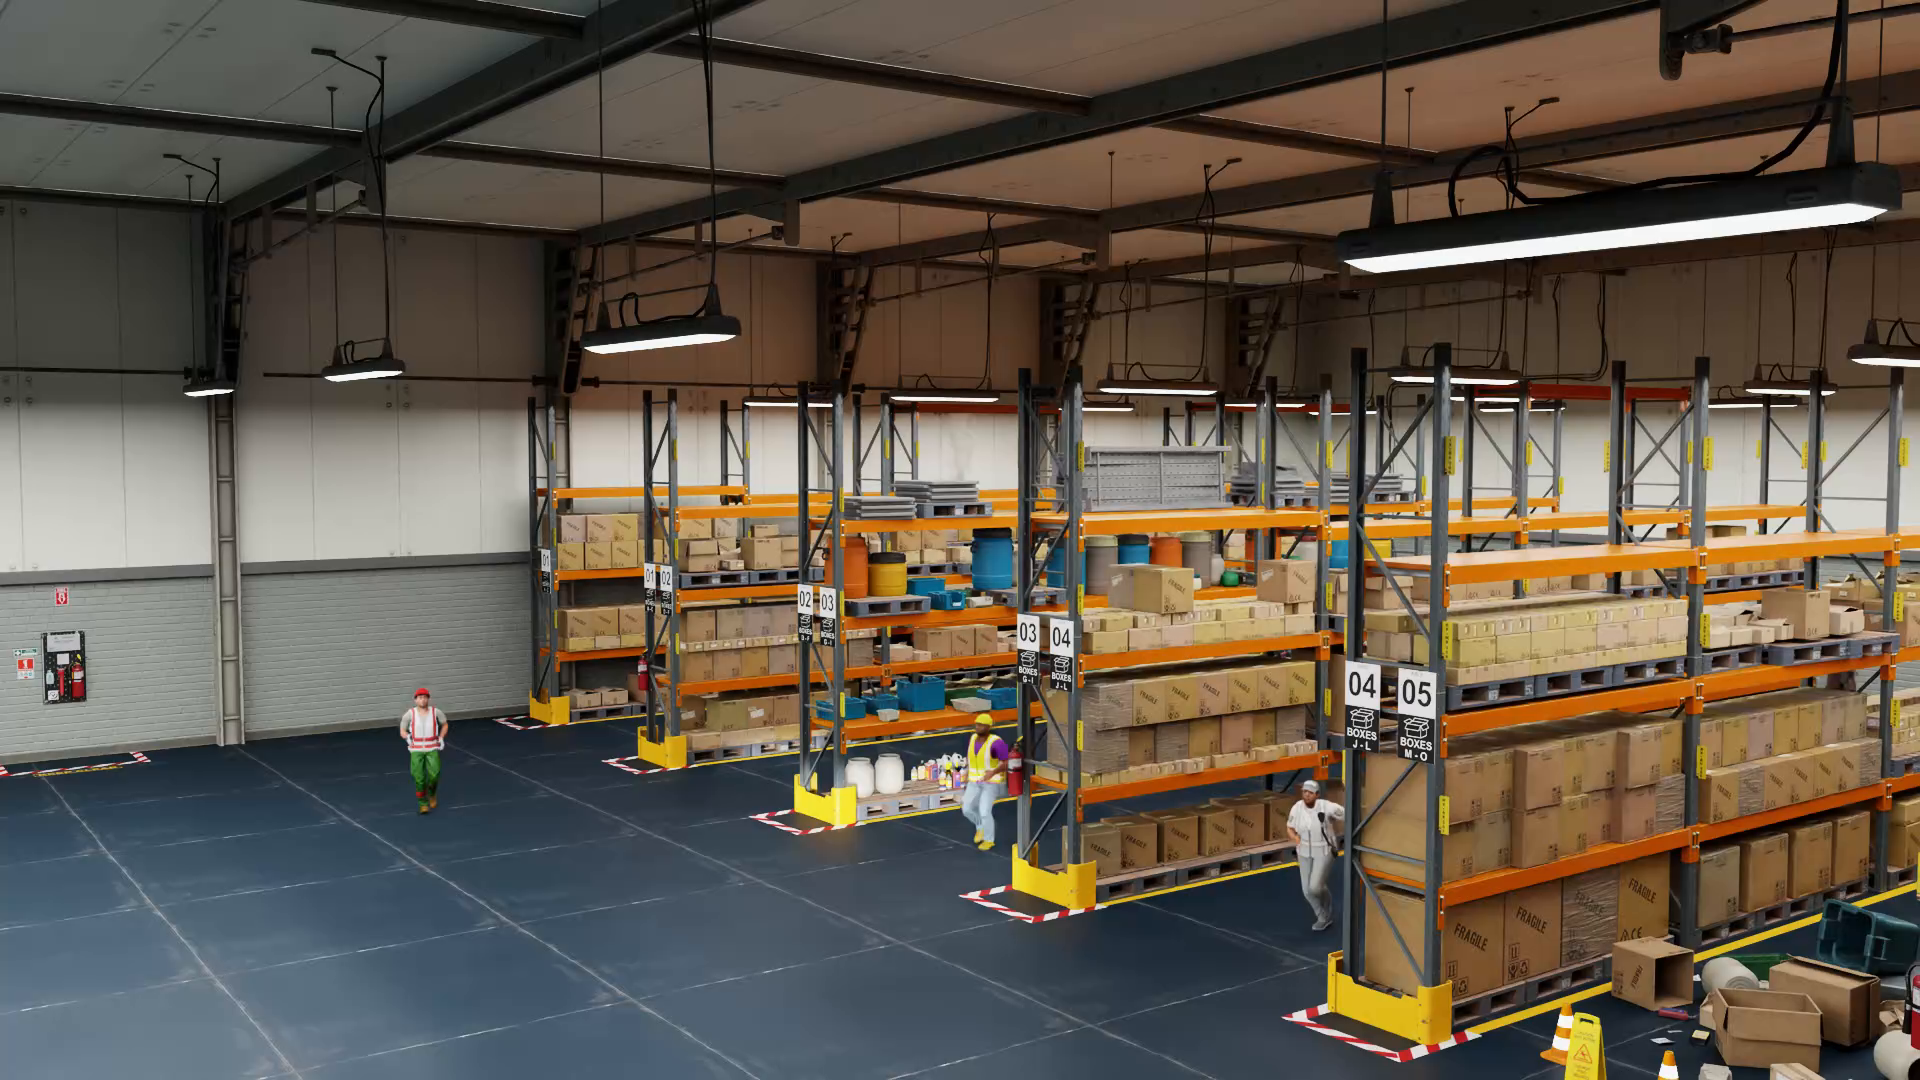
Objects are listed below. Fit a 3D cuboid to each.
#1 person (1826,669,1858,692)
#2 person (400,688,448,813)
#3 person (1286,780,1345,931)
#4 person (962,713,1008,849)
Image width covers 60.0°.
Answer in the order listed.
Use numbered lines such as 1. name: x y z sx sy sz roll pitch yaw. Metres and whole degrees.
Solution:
1. person: 15.710 2.559 29.686 0.708 1.858 0.981 0 3 6
2. person: -7.407 2.922 23.016 0.643 1.740 0.582 -1 4 -19
3. person: 3.734 3.323 17.463 0.642 1.617 0.640 2 4 33
4. person: 0.285 3.054 21.026 0.707 1.730 0.564 2 4 34
